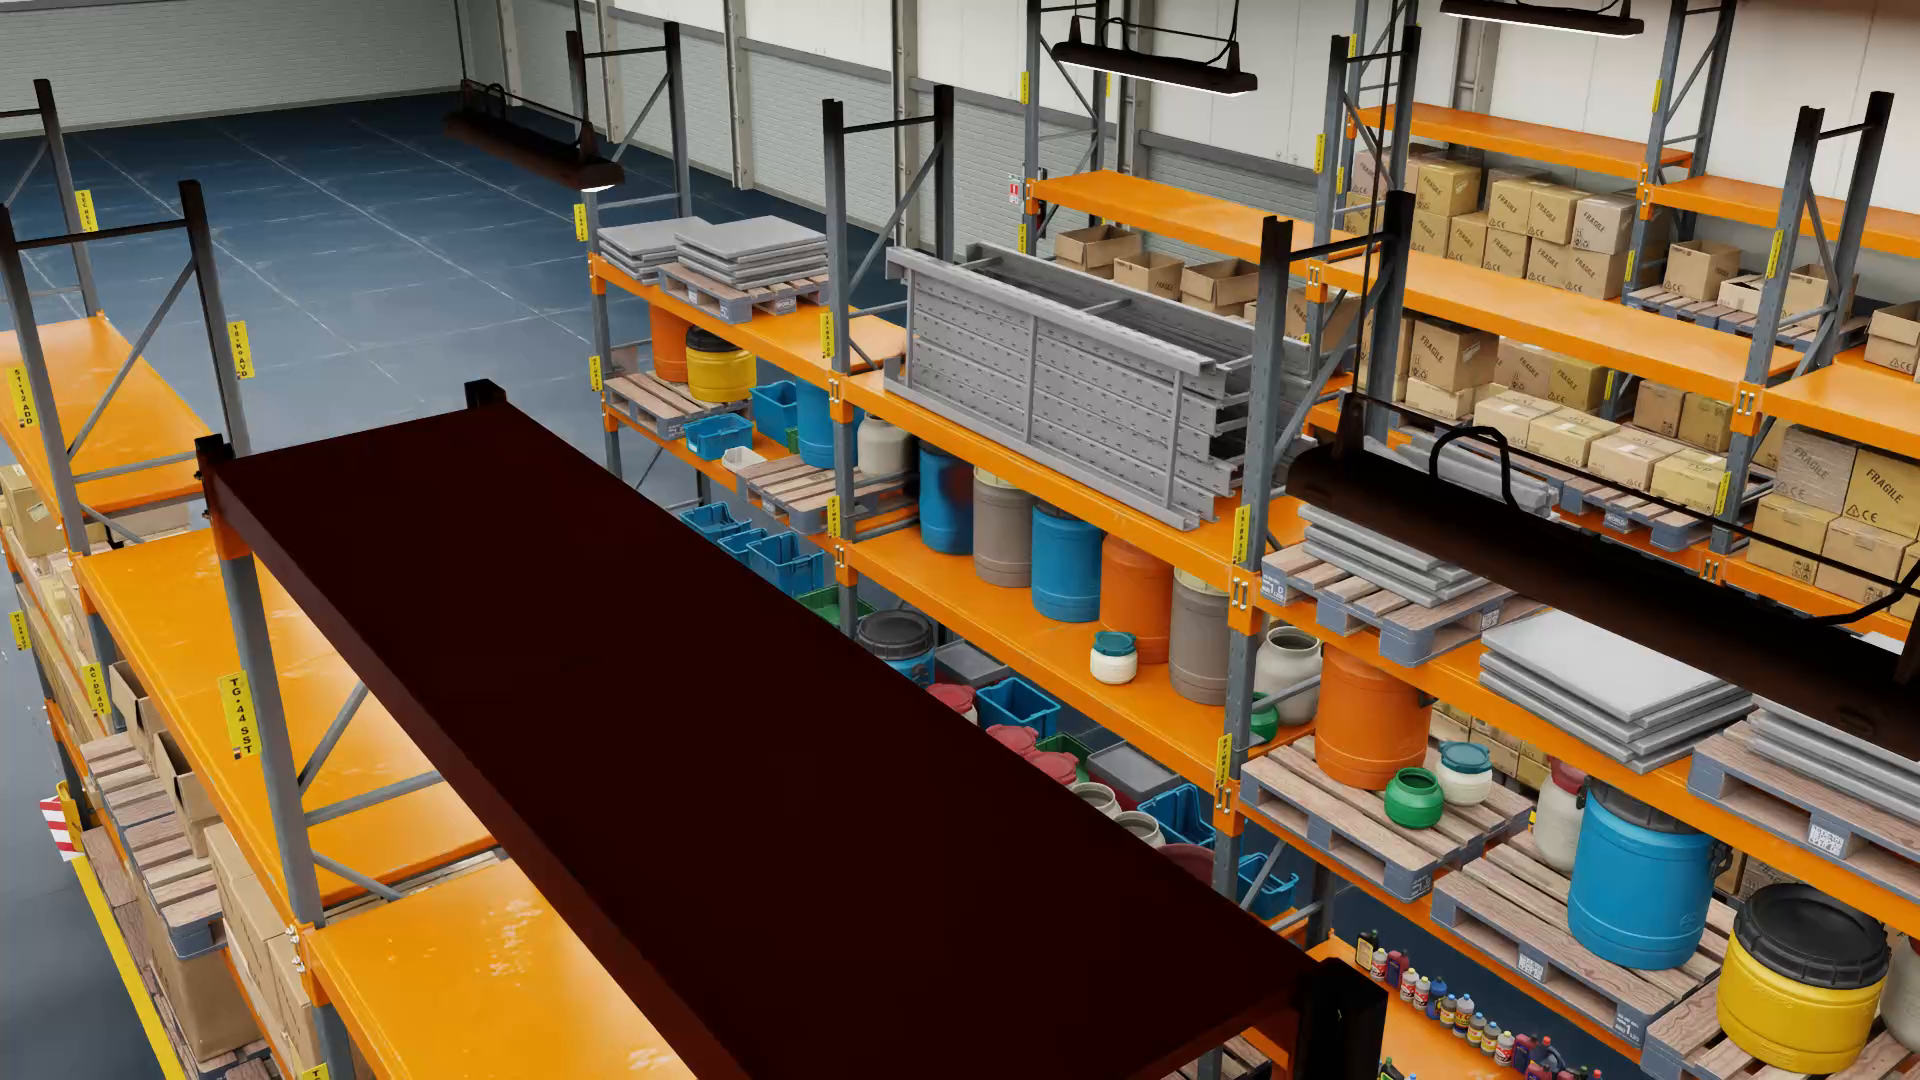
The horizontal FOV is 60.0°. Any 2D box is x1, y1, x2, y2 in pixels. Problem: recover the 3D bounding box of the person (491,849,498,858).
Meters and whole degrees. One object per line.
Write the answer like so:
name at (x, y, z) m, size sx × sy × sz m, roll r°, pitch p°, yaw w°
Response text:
person at (-3.579, 2.191, 12.133) m, size 0.543 × 1.773 × 0.445 m, roll 15°, pitch 29°, yaw 30°
